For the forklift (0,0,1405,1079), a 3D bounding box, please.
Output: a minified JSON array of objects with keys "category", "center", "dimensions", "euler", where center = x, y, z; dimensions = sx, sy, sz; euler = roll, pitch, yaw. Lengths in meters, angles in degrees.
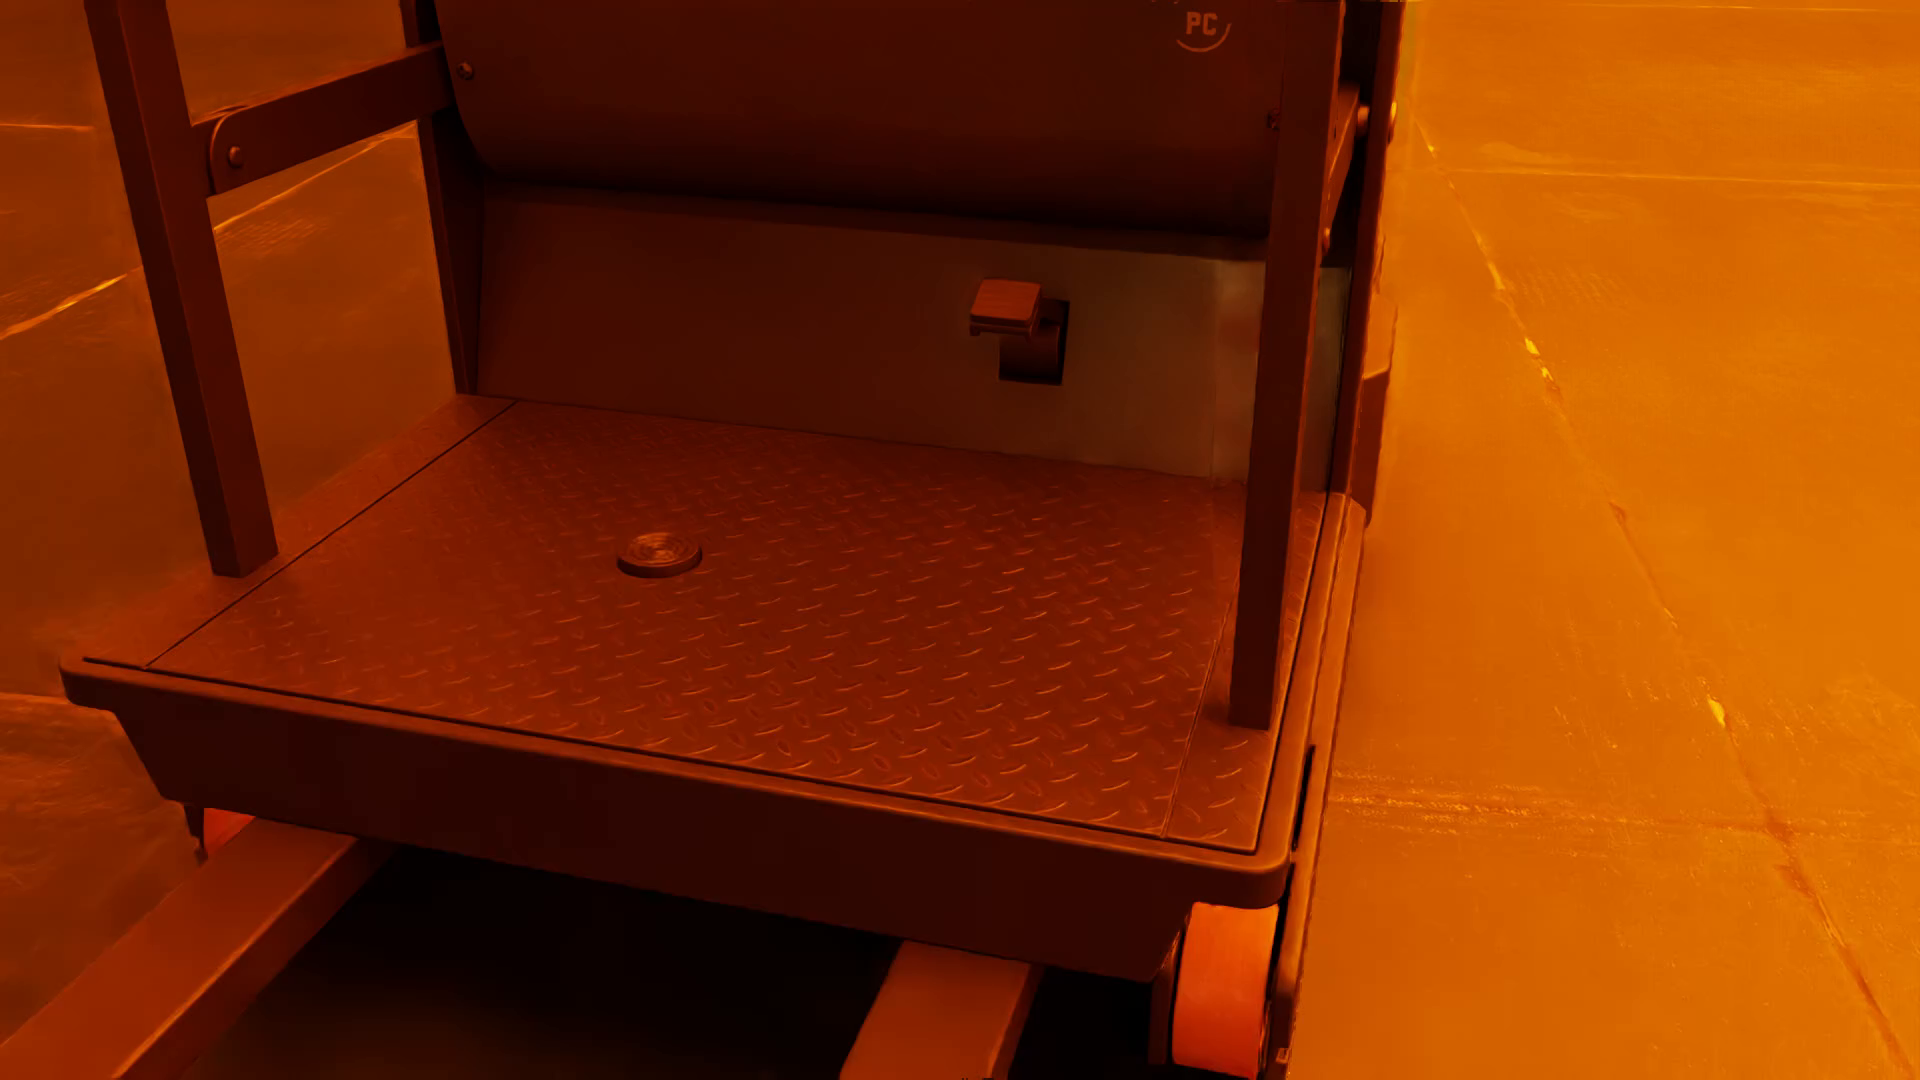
[{"category":"forklift","center":[-0.158,-1.018,1.257],"dimensions":[1.130,2.935,3.031],"euler":[7,27,14]}]
